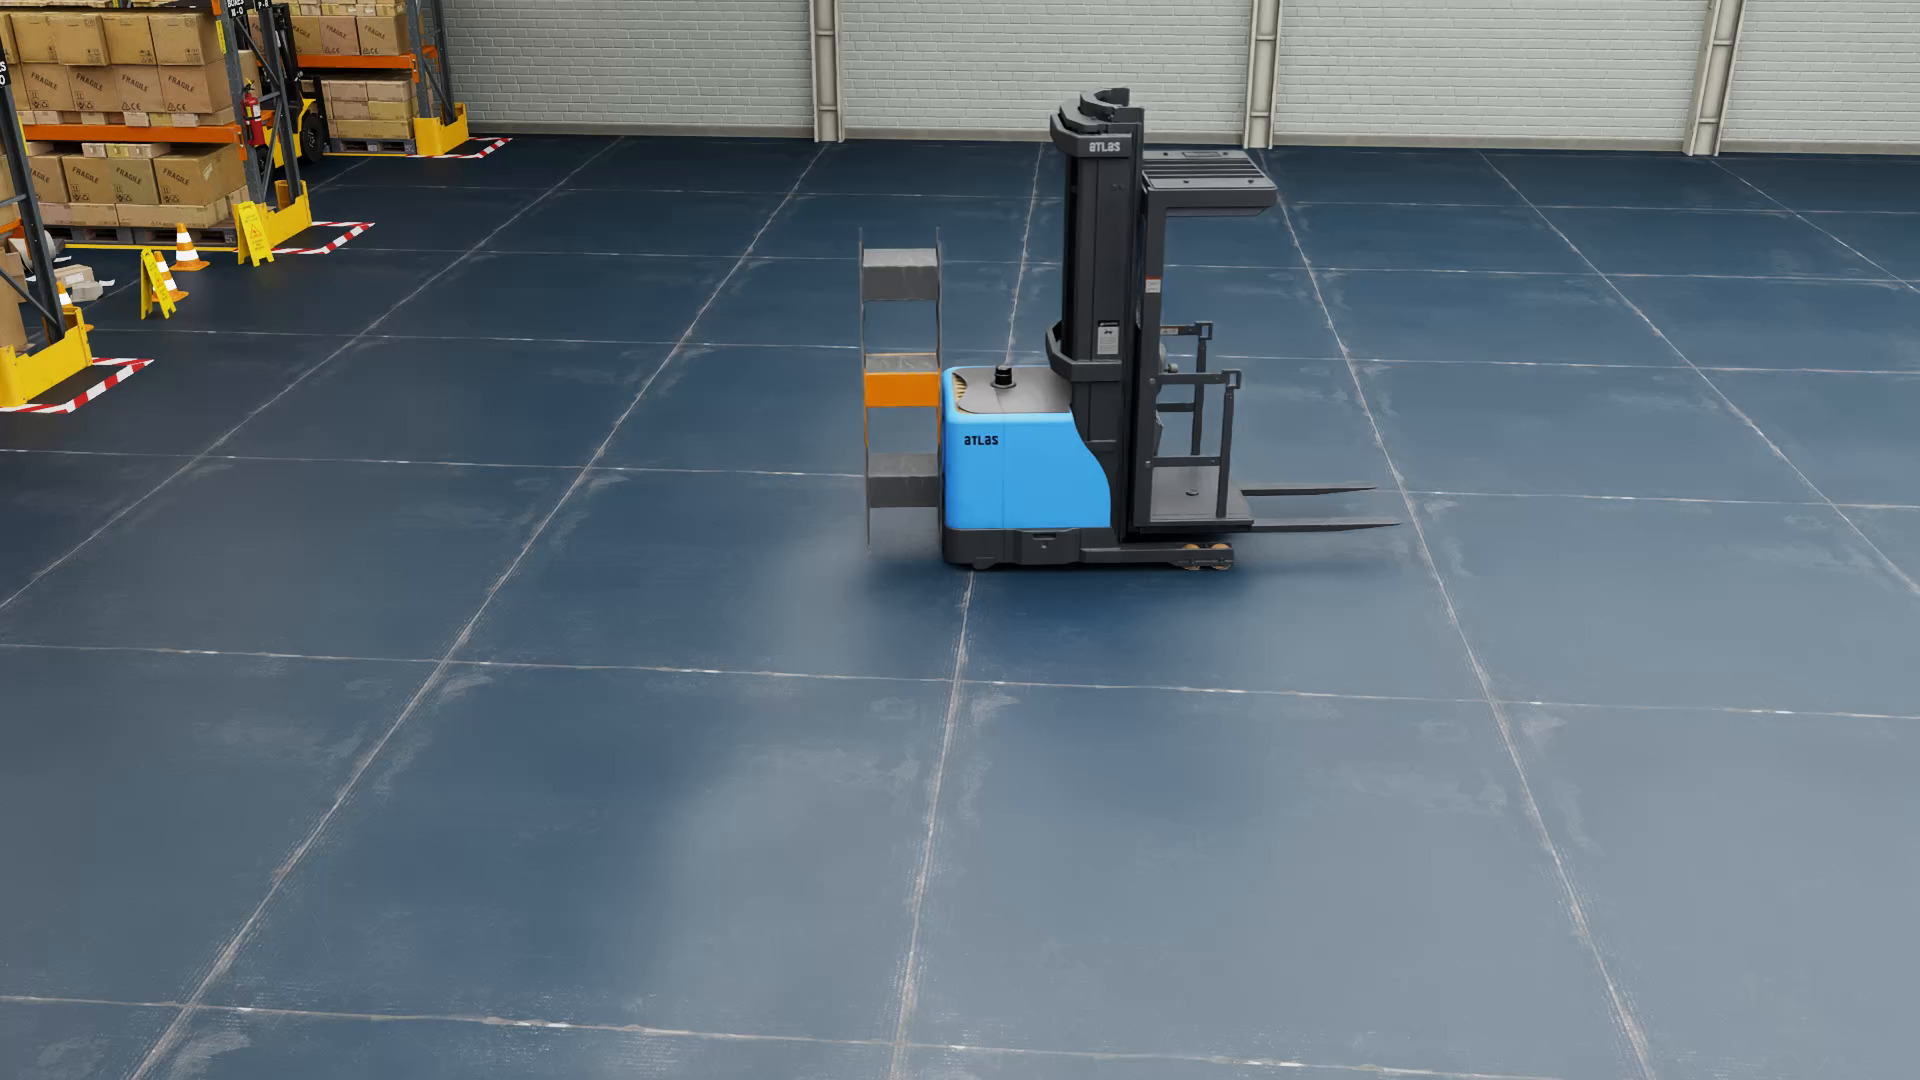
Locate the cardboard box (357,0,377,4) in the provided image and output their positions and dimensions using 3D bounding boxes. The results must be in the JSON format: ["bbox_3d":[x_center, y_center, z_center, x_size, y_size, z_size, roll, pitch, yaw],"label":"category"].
[{"bbox_3d":[-7.825,-7.225,22.111,0.250,0.149,0.380,2,25,4],"label":"cardboard box"}]

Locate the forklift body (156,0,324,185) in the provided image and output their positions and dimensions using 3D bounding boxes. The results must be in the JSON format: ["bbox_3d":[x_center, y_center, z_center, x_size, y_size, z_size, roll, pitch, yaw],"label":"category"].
[{"bbox_3d":[-9.234,-5.746,21.163,1.214,2.155,2.313,2,25,4],"label":"forklift body"}]

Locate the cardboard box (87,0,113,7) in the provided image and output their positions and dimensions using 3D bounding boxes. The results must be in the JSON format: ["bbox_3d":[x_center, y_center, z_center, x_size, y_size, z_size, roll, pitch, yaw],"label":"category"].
[{"bbox_3d":[-11.550,-7.217,22.451,0.250,0.149,0.380,3,25,6],"label":"cardboard box"}]

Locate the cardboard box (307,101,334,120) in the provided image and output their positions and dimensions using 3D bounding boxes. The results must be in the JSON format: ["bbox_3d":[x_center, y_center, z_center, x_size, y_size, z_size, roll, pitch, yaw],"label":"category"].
[{"bbox_3d":[-8.729,-5.913,22.701,0.500,0.250,0.500,1,25,3],"label":"cardboard box"}]

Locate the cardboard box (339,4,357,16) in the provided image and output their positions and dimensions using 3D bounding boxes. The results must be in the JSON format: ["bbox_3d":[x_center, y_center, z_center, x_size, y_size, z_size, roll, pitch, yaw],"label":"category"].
[{"bbox_3d":[-8.082,-7.095,22.185,0.250,0.149,0.380,2,25,5],"label":"cardboard box"}]

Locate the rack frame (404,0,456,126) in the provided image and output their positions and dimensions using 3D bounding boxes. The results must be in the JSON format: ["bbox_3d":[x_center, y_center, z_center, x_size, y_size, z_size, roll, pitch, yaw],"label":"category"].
[{"bbox_3d":[-7.204,-6.831,22.507,0.127,3.000,1.000,2,25,4],"label":"rack frame"}]

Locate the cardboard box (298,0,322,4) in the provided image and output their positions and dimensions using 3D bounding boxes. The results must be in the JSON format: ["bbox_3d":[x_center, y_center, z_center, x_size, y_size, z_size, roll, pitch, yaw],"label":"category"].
[{"bbox_3d":[-8.599,-7.223,22.107,0.250,0.149,0.380,2,25,5],"label":"cardboard box"}]

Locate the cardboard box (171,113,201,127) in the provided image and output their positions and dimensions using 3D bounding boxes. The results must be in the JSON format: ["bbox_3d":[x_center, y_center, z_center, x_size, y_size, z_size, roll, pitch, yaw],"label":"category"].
[{"bbox_3d":[-8.230,-4.532,17.812,0.250,0.149,0.380,2,25,3],"label":"cardboard box"}]

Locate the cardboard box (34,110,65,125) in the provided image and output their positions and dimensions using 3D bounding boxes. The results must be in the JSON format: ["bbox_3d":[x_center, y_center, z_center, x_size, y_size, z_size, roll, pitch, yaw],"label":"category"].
[{"bbox_3d":[-9.751,-4.591,17.939,0.250,0.149,0.380,2,25,4],"label":"cardboard box"}]

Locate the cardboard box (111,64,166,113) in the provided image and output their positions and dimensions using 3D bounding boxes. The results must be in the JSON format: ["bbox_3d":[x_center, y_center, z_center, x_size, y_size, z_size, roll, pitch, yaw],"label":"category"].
[{"bbox_3d":[-8.641,-4.863,17.754,0.500,0.500,0.500,2,25,4],"label":"cardboard box"}]

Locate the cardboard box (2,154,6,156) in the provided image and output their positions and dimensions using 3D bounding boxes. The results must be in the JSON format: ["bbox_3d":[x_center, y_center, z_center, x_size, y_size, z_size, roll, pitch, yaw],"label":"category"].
[{"bbox_3d":[-10.368,-4.291,18.100,0.250,0.149,0.380,3,25,6],"label":"cardboard box"}]

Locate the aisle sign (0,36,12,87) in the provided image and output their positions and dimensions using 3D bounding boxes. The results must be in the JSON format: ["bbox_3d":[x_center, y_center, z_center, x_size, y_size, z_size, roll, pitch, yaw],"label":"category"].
[{"bbox_3d":[-7.765,-3.999,13.243,0.004,0.787,0.394,2,25,4],"label":"aisle sign"}]

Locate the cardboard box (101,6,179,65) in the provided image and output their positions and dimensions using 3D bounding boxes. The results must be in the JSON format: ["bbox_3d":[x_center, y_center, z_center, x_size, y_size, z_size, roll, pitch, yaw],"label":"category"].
[{"bbox_3d":[-8.610,-5.341,17.598,0.500,0.500,0.700,2,25,4],"label":"cardboard box"}]

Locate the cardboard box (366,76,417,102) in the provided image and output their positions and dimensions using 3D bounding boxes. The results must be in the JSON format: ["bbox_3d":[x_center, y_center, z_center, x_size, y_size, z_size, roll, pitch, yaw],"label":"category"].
[{"bbox_3d":[-7.687,-6.111,22.534,0.500,0.250,0.500,3,25,6],"label":"cardboard box"}]

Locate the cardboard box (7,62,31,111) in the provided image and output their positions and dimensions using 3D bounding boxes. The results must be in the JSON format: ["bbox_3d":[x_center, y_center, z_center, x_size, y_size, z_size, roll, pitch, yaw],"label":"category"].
[{"bbox_3d":[-10.149,-4.912,17.862,0.500,0.500,0.500,2,25,4],"label":"cardboard box"}]

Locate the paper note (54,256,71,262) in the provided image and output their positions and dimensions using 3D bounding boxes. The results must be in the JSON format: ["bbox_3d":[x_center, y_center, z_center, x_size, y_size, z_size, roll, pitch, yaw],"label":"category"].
[{"bbox_3d":[-9.572,-3.001,17.736,0.148,0.019,0.142,-7,26,-14],"label":"paper note"}]

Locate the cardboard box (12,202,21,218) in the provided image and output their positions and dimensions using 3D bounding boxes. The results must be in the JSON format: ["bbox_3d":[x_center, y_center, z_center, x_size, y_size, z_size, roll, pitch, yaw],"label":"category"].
[{"bbox_3d":[-10.468,-3.688,18.463,0.500,0.250,0.500,3,25,7],"label":"cardboard box"}]

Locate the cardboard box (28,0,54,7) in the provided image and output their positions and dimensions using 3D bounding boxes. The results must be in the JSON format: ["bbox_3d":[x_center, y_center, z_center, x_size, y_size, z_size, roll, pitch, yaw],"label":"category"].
[{"bbox_3d":[-12.321,-7.201,22.415,0.250,0.149,0.380,1,25,2],"label":"cardboard box"}]

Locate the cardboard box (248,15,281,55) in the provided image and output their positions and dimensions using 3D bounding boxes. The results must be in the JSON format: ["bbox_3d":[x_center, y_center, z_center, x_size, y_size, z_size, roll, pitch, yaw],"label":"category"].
[{"bbox_3d":[-9.244,-6.831,22.387,0.500,0.500,0.500,2,25,4],"label":"cardboard box"}]

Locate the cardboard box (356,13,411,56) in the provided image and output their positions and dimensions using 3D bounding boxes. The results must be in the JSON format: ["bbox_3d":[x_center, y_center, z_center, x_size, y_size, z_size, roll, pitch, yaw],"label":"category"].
[{"bbox_3d":[-7.715,-6.782,22.282,0.500,0.500,0.500,1,25,3],"label":"cardboard box"}]

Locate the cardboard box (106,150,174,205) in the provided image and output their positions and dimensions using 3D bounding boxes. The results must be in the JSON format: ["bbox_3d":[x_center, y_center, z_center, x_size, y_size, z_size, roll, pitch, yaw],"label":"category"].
[{"bbox_3d":[-8.919,-3.976,18.193,0.500,0.500,0.500,3,25,6],"label":"cardboard box"}]

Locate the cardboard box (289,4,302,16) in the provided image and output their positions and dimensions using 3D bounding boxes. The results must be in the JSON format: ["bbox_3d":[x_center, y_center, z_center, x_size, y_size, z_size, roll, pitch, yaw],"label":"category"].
[{"bbox_3d":[-8.852,-7.096,22.187,0.250,0.149,0.380,2,25,4],"label":"cardboard box"}]

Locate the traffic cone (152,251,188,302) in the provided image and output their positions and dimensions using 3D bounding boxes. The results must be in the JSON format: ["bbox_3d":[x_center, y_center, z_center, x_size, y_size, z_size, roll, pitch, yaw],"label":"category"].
[{"bbox_3d":[-7.854,-2.612,16.373,0.334,0.463,0.336,2,25,4],"label":"traffic cone"}]

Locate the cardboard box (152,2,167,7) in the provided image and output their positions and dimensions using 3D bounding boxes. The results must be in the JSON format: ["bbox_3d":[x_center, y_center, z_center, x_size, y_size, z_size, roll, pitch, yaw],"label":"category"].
[{"bbox_3d":[-10.636,-7.171,22.351,0.250,0.149,0.380,2,25,5],"label":"cardboard box"}]

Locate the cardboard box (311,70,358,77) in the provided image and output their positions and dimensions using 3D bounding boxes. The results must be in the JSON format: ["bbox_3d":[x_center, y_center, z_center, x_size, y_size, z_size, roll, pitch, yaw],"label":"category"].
[{"bbox_3d":[-8.665,-6.356,23.065,0.500,0.250,0.500,2,25,4],"label":"cardboard box"}]

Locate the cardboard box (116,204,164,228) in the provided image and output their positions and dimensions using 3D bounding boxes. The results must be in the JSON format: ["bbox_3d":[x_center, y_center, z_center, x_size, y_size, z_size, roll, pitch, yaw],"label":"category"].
[{"bbox_3d":[-8.922,-3.637,18.353,0.500,0.250,0.500,2,25,4],"label":"cardboard box"}]

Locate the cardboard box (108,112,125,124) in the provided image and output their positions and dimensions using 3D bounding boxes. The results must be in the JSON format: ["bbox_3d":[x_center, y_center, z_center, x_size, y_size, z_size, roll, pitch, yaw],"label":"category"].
[{"bbox_3d":[-8.988,-4.612,17.985,0.250,0.149,0.380,2,25,5],"label":"cardboard box"}]

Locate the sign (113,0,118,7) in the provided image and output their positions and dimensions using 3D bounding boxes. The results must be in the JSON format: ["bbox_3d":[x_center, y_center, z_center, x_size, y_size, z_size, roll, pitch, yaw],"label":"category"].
[{"bbox_3d":[-11.224,-7.222,22.067,0.005,0.325,0.100,2,25,4],"label":"sign"}]

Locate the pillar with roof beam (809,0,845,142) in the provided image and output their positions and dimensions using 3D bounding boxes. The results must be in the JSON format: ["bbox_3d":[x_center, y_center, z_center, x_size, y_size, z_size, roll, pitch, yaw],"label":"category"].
[{"bbox_3d":[-2.176,-7.968,17.801,0.400,9.000,9.100,2,25,4],"label":"pillar with roof beam"}]

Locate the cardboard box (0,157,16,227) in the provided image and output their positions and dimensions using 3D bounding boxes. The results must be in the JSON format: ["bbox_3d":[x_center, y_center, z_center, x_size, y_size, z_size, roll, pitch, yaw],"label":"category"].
[{"bbox_3d":[-8.232,-2.757,13.473,0.550,0.550,0.875,2,25,4],"label":"cardboard box"}]

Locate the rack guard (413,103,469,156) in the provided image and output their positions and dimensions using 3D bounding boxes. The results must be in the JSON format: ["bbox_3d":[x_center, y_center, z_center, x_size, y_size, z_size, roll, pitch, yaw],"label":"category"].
[{"bbox_3d":[-7.180,-5.694,23.027,0.348,0.500,1.175,2,25,4],"label":"rack guard"}]

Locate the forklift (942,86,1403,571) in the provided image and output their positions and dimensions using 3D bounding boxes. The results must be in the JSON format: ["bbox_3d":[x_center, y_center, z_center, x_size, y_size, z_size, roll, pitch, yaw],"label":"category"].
[{"bbox_3d":[1.396,-1.355,10.689,3.031,2.935,1.130,-1,25,-2],"label":"forklift"}]

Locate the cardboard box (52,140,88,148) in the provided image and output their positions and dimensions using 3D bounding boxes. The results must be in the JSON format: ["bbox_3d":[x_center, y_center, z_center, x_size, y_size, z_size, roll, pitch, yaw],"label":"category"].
[{"bbox_3d":[-9.942,-4.234,18.752,0.500,0.500,0.500,3,25,7],"label":"cardboard box"}]

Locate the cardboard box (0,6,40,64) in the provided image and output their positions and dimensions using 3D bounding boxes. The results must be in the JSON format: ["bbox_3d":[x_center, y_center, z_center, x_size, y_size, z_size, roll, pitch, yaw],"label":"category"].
[{"bbox_3d":[-10.140,-5.367,17.655,0.500,0.500,0.700,1,25,3],"label":"cardboard box"}]

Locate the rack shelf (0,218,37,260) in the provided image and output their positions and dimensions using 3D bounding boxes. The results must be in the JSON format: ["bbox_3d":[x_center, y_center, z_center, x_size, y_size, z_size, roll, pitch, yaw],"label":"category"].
[{"bbox_3d":[-9.852,-2.433,13.809,4.000,0.370,1.077,2,25,4],"label":"rack shelf"}]

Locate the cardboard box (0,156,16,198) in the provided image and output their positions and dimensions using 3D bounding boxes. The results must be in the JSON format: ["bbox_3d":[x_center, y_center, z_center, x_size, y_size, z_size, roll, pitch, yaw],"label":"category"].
[{"bbox_3d":[-10.466,-4.029,18.306,0.500,0.500,0.500,3,25,6],"label":"cardboard box"}]

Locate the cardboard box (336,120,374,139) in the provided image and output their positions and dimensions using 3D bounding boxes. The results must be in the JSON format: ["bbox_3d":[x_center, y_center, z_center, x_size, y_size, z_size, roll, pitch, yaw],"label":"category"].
[{"bbox_3d":[-8.192,-5.676,22.783,0.500,0.250,0.500,2,25,4],"label":"cardboard box"}]

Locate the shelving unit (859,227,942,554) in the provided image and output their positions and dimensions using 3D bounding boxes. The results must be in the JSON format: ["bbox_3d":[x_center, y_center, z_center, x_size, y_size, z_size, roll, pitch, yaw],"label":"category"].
[{"bbox_3d":[-0.376,-0.946,10.794,0.503,2.100,0.431,-1,25,-2],"label":"shelving unit"}]

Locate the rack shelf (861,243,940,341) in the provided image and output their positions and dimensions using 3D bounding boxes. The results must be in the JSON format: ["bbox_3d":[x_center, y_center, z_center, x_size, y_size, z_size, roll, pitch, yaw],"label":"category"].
[{"bbox_3d":[-0.376,-1.569,10.507,0.480,0.518,0.431,-1,25,-2],"label":"rack shelf"}]

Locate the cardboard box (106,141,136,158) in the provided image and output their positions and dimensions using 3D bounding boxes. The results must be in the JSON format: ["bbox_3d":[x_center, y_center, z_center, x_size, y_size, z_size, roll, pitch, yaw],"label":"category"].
[{"bbox_3d":[-9.020,-4.249,18.009,0.250,0.149,0.380,2,25,5],"label":"cardboard box"}]

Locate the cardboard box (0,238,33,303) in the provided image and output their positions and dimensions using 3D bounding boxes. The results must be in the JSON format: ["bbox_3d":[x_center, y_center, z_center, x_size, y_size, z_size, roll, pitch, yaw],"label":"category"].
[{"bbox_3d":[-9.525,-2.629,16.361,0.637,0.503,0.797,-17,30,-32],"label":"cardboard box"}]

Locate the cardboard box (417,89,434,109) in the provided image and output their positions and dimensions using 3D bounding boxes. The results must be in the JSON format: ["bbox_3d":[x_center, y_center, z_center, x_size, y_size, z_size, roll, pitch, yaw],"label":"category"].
[{"bbox_3d":[-7.657,-6.101,23.110,0.500,0.250,0.500,2,25,5],"label":"cardboard box"}]

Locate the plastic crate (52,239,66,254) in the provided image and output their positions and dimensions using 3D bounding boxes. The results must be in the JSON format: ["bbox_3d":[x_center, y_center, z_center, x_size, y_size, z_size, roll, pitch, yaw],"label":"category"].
[{"bbox_3d":[-10.066,-3.172,18.047,0.583,0.080,0.402,-7,26,-14],"label":"plastic crate"}]

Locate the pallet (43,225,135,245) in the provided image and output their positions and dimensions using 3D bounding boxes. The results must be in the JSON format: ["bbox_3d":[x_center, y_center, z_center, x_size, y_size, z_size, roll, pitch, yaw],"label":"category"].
[{"bbox_3d":[-9.676,-3.578,18.774,1.213,0.211,1.003,2,25,4],"label":"pallet"}]

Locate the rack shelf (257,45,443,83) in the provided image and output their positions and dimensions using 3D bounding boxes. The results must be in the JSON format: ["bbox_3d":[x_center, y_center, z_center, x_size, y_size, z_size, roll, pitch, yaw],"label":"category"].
[{"bbox_3d":[-9.198,-6.568,22.796,4.000,0.370,1.077,2,25,4],"label":"rack shelf"}]

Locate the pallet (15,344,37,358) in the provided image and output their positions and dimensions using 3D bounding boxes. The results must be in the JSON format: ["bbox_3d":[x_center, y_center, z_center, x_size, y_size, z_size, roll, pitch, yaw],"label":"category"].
[{"bbox_3d":[-8.661,-1.422,14.087,1.213,0.211,1.003,2,25,4],"label":"pallet"}]
